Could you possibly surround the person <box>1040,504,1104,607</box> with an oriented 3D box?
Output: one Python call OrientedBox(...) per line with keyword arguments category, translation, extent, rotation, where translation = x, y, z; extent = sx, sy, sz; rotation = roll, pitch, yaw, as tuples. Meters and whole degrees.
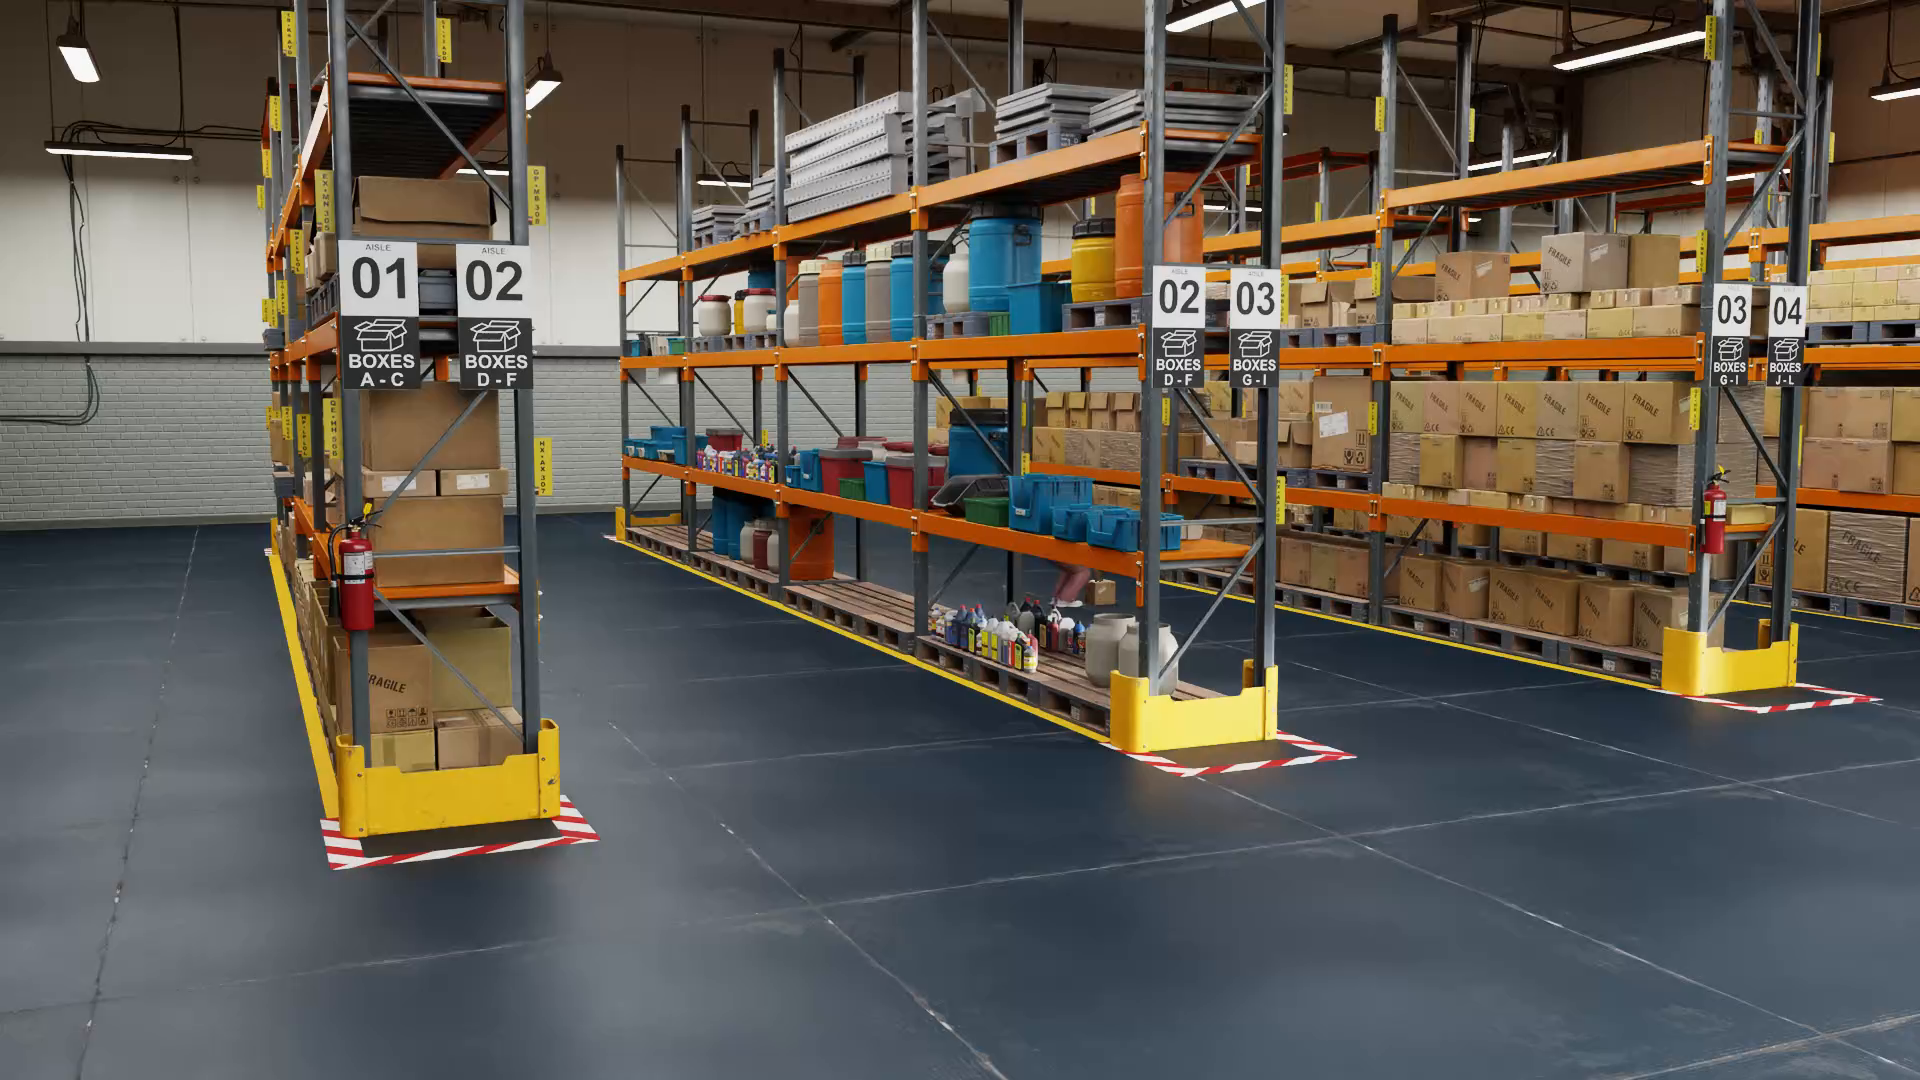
OrientedBox(category="person", translation=(1.202, 0.168, 18.233), extent=(0.757, 1.103, 0.502), rotation=(-2, 6, -24))
